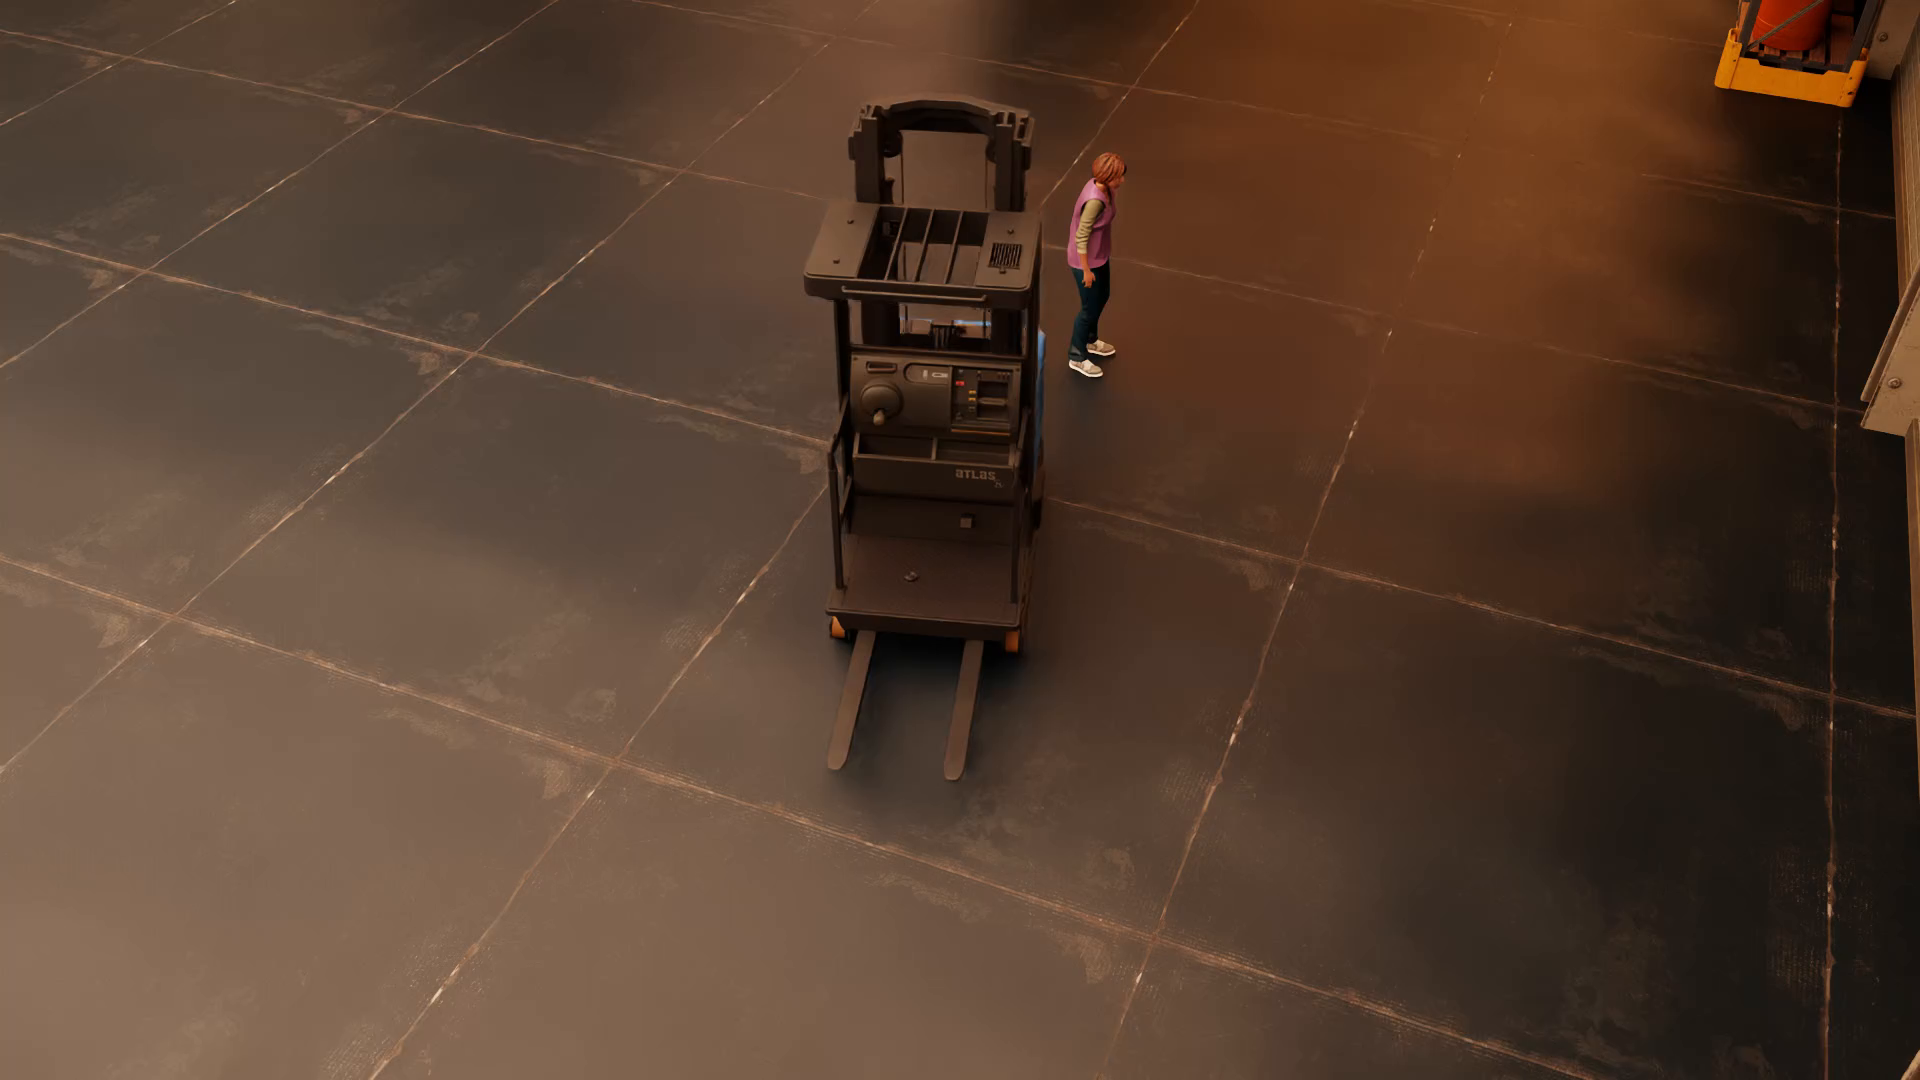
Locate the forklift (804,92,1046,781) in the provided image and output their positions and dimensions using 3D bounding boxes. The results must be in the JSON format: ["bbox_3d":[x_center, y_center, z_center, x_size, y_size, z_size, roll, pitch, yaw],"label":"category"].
[{"bbox_3d":[-0.157,-0.717,8.863,1.130,2.935,3.031,5,40,5],"label":"forklift"}]

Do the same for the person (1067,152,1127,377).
[{"bbox_3d":[0.912,-1.905,11.326,0.348,1.592,0.466,14,42,16],"label":"person"}]
